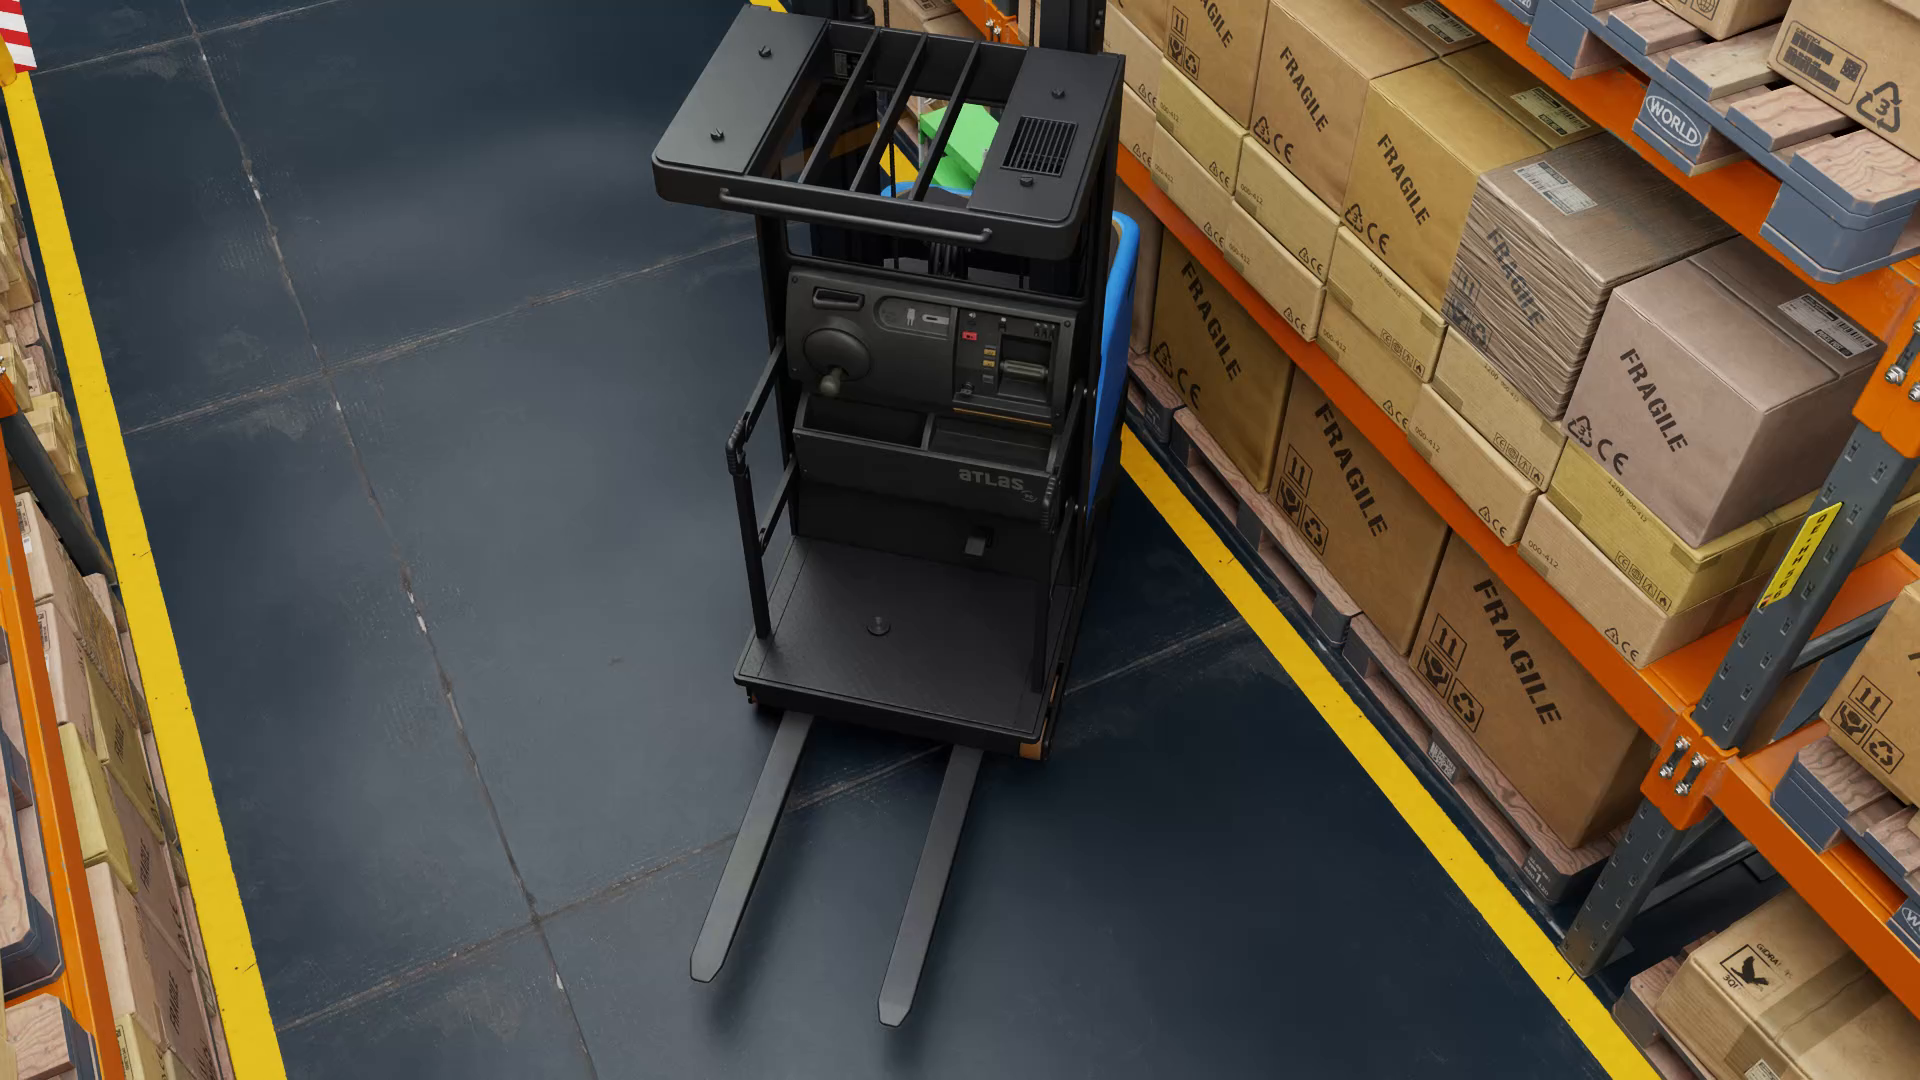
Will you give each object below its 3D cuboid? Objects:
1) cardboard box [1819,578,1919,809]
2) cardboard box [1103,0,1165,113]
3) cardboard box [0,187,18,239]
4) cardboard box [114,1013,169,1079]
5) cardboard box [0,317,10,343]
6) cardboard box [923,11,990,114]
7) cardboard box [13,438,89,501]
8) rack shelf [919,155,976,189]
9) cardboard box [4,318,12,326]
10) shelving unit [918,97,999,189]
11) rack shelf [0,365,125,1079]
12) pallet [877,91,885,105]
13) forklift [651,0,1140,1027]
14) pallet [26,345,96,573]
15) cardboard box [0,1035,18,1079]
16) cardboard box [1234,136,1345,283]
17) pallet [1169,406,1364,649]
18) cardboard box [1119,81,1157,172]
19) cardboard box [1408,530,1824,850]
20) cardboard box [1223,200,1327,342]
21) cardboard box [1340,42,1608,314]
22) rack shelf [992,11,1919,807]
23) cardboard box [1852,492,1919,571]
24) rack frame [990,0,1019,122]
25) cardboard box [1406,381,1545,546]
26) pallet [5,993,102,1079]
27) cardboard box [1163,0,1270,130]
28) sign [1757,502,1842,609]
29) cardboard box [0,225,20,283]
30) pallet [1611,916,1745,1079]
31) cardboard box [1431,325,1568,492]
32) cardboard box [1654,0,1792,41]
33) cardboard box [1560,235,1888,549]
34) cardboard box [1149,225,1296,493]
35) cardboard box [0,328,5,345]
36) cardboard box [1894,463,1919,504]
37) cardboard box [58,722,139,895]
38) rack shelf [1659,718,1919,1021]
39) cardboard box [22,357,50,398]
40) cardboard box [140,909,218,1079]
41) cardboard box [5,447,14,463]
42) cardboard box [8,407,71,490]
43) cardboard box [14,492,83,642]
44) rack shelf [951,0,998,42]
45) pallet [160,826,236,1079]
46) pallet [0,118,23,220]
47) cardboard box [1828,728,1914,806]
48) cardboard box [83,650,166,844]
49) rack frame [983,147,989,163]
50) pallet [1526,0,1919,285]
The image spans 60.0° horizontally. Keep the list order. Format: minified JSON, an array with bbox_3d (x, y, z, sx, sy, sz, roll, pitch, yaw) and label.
[{"bbox_3d":[2.431,0.339,3.810,0.500,0.500,0.500,-23,53,-19],"label":"cardboard box"},{"bbox_3d":[0.815,-1.834,6.021,0.500,0.250,0.500,-20,52,-17],"label":"cardboard box"},{"bbox_3d":[-4.502,-1.430,7.515,0.380,0.149,0.250,-20,52,-17],"label":"cardboard box"},{"bbox_3d":[-2.256,1.554,4.174,0.500,0.250,0.500,-22,52,-18],"label":"cardboard box"},{"bbox_3d":[-4.096,-0.798,6.765,0.380,0.149,0.250,-24,53,-19],"label":"cardboard box"},{"bbox_3d":[0.409,-2.202,7.999,0.875,0.438,0.875,-22,52,-18],"label":"cardboard box"},{"bbox_3d":[-3.635,-0.231,6.467,0.380,0.149,0.250,-23,53,-19],"label":"cardboard box"},{"bbox_3d":[0.066,-1.415,6.849,0.258,0.148,0.480,-25,53,-20],"label":"rack shelf"},{"bbox_3d":[-4.232,-0.878,7.033,0.380,0.149,0.250,-23,53,-19],"label":"cardboard box"},{"bbox_3d":[0.066,-1.299,6.981,0.258,1.200,0.503,-25,53,-20],"label":"shelving unit"},{"bbox_3d":[-2.839,0.898,4.342,1.077,0.370,4.000,-21,52,-18],"label":"rack shelf"},{"bbox_3d":[-0.240,-2.885,9.026,1.003,0.211,1.213,-21,52,-18],"label":"pallet"},{"bbox_3d":[-0.151,-0.504,5.136,1.130,2.935,3.031,10,50,9],"label":"forklift"},{"bbox_3d":[-4.093,-0.196,6.674,1.003,0.211,1.213,-21,52,-18],"label":"pallet"},{"bbox_3d":[-2.196,1.216,3.475,0.380,0.149,0.250,-19,51,-16],"label":"cardboard box"},{"bbox_3d":[1.256,-1.149,5.423,0.500,0.250,0.500,-23,53,-19],"label":"cardboard box"},{"bbox_3d":[1.583,-0.224,6.698,1.003,0.211,1.213,-21,52,-18],"label":"pallet"},{"bbox_3d":[0.806,-1.669,6.209,0.500,0.250,0.500,-22,52,-18],"label":"cardboard box"},{"bbox_3d":[2.189,0.298,5.522,0.875,0.875,0.875,-22,52,-18],"label":"cardboard box"},{"bbox_3d":[1.247,-0.983,5.609,0.500,0.250,0.500,-22,52,-18],"label":"cardboard box"},{"bbox_3d":[1.499,-1.066,4.851,0.500,0.500,0.500,-21,52,-17],"label":"cardboard box"},{"bbox_3d":[1.516,-0.874,5.892,1.077,0.370,4.000,-21,52,-18],"label":"rack shelf"},{"bbox_3d":[2.431,-0.137,4.870,0.500,0.250,0.500,-22,52,-18],"label":"cardboard box"},{"bbox_3d":[0.601,-2.450,6.792,1.000,3.000,0.127,-21,52,-18],"label":"rack frame"},{"bbox_3d":[1.721,-0.309,5.019,0.500,0.250,0.500,-20,52,-17],"label":"cardboard box"},{"bbox_3d":[-2.345,1.623,3.358,1.213,0.211,1.003,-21,52,-18],"label":"pallet"},{"bbox_3d":[1.031,-1.751,5.450,0.500,0.500,0.500,-22,52,-18],"label":"cardboard box"},{"bbox_3d":[1.939,0.040,3.846,0.100,0.325,0.005,-21,52,-18],"label":"sign"},{"bbox_3d":[-4.260,-1.181,7.100,0.380,0.149,0.250,-22,52,-18],"label":"cardboard box"},{"bbox_3d":[2.788,1.669,5.043,1.003,0.211,1.213,-21,52,-18],"label":"pallet"},{"bbox_3d":[1.746,-0.466,4.825,0.500,0.250,0.500,-22,53,-18],"label":"cardboard box"},{"bbox_3d":[1.809,-1.528,3.648,0.700,0.500,0.500,-24,53,-19],"label":"cardboard box"},{"bbox_3d":[1.962,-0.391,4.261,0.500,0.500,0.500,-22,53,-18],"label":"cardboard box"},{"bbox_3d":[1.376,-0.899,6.569,0.875,0.875,0.875,-20,52,-16],"label":"cardboard box"},{"bbox_3d":[-3.961,-0.732,6.509,0.380,0.149,0.250,-22,52,-18],"label":"cardboard box"},{"bbox_3d":[2.419,-0.312,4.690,0.500,0.250,0.500,-22,52,-18],"label":"cardboard box"},{"bbox_3d":[-2.711,0.870,4.773,0.500,0.250,0.500,-23,53,-19],"label":"cardboard box"},{"bbox_3d":[3.346,1.803,3.551,1.077,0.370,4.000,-21,52,-18],"label":"rack shelf"},{"bbox_3d":[-3.917,-0.558,6.753,0.380,0.149,0.250,-21,52,-18],"label":"cardboard box"},{"bbox_3d":[-2.493,1.446,4.766,0.500,0.500,0.500,-22,53,-18],"label":"cardboard box"},{"bbox_3d":[-3.728,-0.374,6.197,0.380,0.149,0.250,-19,52,-16],"label":"cardboard box"},{"bbox_3d":[-3.636,-0.327,6.354,0.380,0.149,0.250,-19,51,-16],"label":"cardboard box"},{"bbox_3d":[-3.189,0.172,5.383,0.500,0.250,0.500,-22,53,-18],"label":"cardboard box"},{"bbox_3d":[-0.314,-3.551,8.234,1.077,0.370,4.000,-21,52,-18],"label":"rack shelf"},{"bbox_3d":[-2.834,1.579,5.121,1.003,0.211,1.213,-21,52,-18],"label":"pallet"},{"bbox_3d":[-5.210,-1.829,8.102,1.003,0.211,1.213,-21,52,-18],"label":"pallet"},{"bbox_3d":[2.415,0.454,4.141,0.380,0.149,0.250,-24,53,-20],"label":"cardboard box"},{"bbox_3d":[-2.957,0.760,5.367,0.500,0.500,0.500,-22,52,-18],"label":"cardboard box"},{"bbox_3d":[0.194,-1.142,6.845,0.240,1.200,0.015,-25,53,-20],"label":"rack frame"},{"bbox_3d":[2.089,-1.110,3.754,1.213,0.211,1.003,-19,51,-16],"label":"pallet"}]
